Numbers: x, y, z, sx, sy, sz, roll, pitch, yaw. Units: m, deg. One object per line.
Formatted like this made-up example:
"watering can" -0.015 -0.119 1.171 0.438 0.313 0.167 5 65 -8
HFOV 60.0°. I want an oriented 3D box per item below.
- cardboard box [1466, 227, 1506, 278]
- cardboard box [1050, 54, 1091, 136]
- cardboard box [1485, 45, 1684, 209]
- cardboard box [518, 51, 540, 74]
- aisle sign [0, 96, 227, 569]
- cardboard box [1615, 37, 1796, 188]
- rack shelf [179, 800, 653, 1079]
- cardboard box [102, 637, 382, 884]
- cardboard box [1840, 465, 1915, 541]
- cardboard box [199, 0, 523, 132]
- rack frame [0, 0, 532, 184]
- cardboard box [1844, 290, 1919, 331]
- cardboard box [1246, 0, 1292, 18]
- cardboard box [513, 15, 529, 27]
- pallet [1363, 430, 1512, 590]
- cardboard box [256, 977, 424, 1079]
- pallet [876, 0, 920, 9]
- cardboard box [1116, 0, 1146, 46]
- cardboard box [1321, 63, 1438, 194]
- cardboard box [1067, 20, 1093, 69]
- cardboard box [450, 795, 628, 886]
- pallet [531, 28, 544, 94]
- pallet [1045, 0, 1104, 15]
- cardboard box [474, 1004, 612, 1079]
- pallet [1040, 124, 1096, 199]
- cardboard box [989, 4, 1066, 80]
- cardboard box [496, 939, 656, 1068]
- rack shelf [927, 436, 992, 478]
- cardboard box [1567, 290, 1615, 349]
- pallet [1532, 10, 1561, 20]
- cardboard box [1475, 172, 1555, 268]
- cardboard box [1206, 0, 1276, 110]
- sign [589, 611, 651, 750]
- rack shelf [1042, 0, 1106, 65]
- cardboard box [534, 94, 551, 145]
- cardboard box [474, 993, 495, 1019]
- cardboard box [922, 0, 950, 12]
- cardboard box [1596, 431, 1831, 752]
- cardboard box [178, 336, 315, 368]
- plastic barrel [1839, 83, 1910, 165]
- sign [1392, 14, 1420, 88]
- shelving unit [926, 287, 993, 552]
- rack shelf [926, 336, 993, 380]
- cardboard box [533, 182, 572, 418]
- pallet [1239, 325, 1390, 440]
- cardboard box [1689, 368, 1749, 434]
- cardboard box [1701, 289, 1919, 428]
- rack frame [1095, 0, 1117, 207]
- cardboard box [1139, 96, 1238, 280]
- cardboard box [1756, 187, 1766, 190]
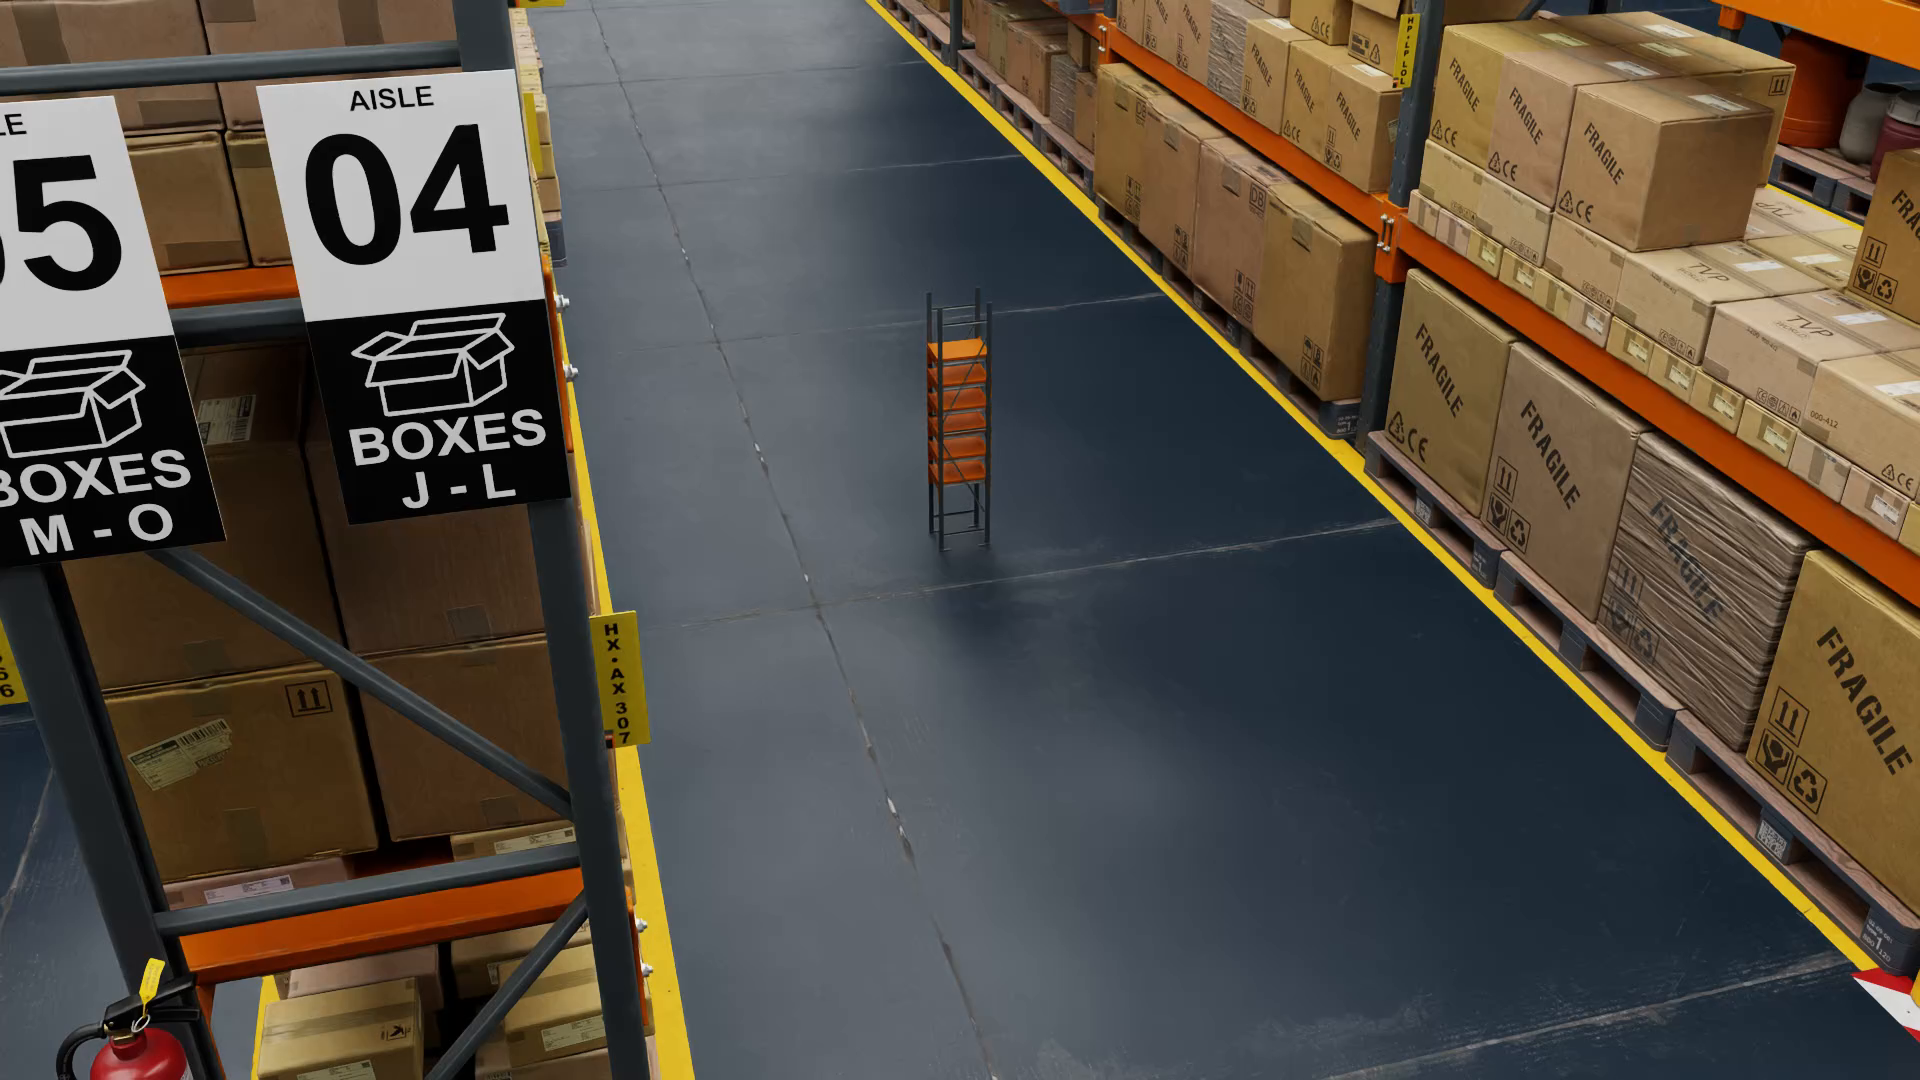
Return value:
"cardboard box" 2.426 -1.257 7.178 0.380 0.149 0.250 -7 31 -12
"cardboard box" 1.110 -3.434 12.745 0.700 0.500 0.500 -10 32 -17
"cardboard box" 2.532 -1.691 6.781 0.500 0.500 0.500 -8 31 -13
"cardboard box" -2.151 -2.157 7.720 0.380 0.149 0.250 -8 31 -14
"aisle sign" -1.489 -0.314 2.703 0.394 0.787 0.004 -8 31 -13
"cardboard box" 3.037 -1.766 6.911 0.500 0.500 0.500 -8 31 -13
"rack shelf" -1.750 0.081 5.333 1.077 0.370 4.000 -8 31 -13
"cardboard box" -1.586 0.381 3.700 0.500 0.500 0.500 -7 31 -12
"cardboard box" 3.041 -0.142 5.251 0.380 0.149 0.250 -8 31 -13
"cardboard box" -1.088 -0.965 3.079 0.500 0.250 0.500 -7 31 -12
"rack frame" -1.219 -1.860 1.981 1.000 3.000 0.127 -8 31 -13
"cardboard box" 3.449 -0.700 5.817 0.500 0.250 0.500 -9 31 -15
"cardboard box" 2.000 -3.223 9.222 0.797 0.503 0.637 -7 31 -12
"cardboard box" -2.361 -2.532 8.368 0.380 0.149 0.250 -7 31 -12
"pallet" 2.655 -0.222 7.923 1.003 0.211 1.213 -8 31 -13
"cardboard box" -1.604 1.309 4.328 0.380 0.149 0.250 -7 31 -13
"pallet" -0.455 -5.962 17.839 1.003 0.211 1.213 -8 31 -13
"cardboard box" 1.333 -3.511 10.722 0.500 0.500 0.500 -7 31 -12
"cardboard box" 2.141 -2.039 8.179 0.500 0.500 0.500 -8 31 -13
"cardboard box" 1.109 -3.746 12.535 0.500 0.250 0.500 -4 30 -8
"cardboard box" -0.989 0.645 3.893 0.380 0.149 0.250 -8 31 -14
"pallet" -3.050 -2.715 9.638 1.213 0.211 1.003 -8 31 -13
"pallet" 1.175 -3.986 11.833 1.213 0.211 1.003 -8 31 -13
"cardboard box" -1.110 1.372 4.515 0.380 0.149 0.250 -7 31 -11
"pallet" 1.261 -2.909 12.566 1.003 0.211 1.213 -8 31 -13
"cardboard box" 0.656 -4.247 14.149 0.700 0.500 0.500 -8 31 -14
"cardboard box" -1.030 1.232 4.459 0.380 0.149 0.250 -9 31 -16
"rack shelf" -0.004 -0.384 7.544 0.258 0.103 0.180 -8 31 -13
"cardboard box" 2.631 -0.885 6.535 0.380 0.149 0.250 -7 31 -13
"pallet" 5.426 -4.748 15.742 1.003 0.211 1.213 -8 31 -13
"cardboard box" 2.528 -1.368 6.972 0.500 0.250 0.500 -8 31 -14
"cardboard box" 1.743 -2.773 9.447 0.500 0.500 0.500 -8 31 -13
"sign" -0.696 0.289 3.392 0.100 0.325 0.005 -8 31 -13
"rack shelf" 0.936 -4.393 13.064 1.077 0.370 4.000 -8 31 -13
"cardboard box" -1.942 -1.778 7.065 0.380 0.149 0.250 -6 31 -11
"cardboard box" -1.198 1.377 4.803 0.380 0.149 0.250 -8 31 -13
"cardboard box" -0.063 -5.534 16.393 0.500 0.500 0.500 -11 32 -18
"cardboard box" 3.101 0.125 6.241 0.875 0.875 0.875 -8 31 -13
"cardboard box" -1.715 -0.301 3.882 0.500 0.500 0.500 -9 31 -15
"plastic barrel" 6.624 -3.007 12.016 0.421 0.512 0.421 0 30 0
"sign" 2.008 -2.197 7.474 0.100 0.325 0.005 -8 31 -13
"shelving unit" -0.004 -0.526 7.462 0.258 1.200 0.189 -8 31 -13
"rack shelf" -0.004 -0.799 7.303 0.258 0.103 0.180 -8 31 -13
"cardboard box" -1.339 -0.618 4.429 0.500 0.500 0.500 -9 31 -14
"pallet" 2.251 -0.962 9.202 1.003 0.211 1.213 -8 31 -13
"cardboard box" 2.836 -0.512 5.892 0.380 0.149 0.250 -8 31 -13
"cardboard box" 2.936 -0.628 5.694 0.500 0.250 0.500 -9 31 -15
"rack frame" 1.467 -3.739 11.215 1.000 3.000 0.127 -8 31 -13
"cardboard box" 1.859 -2.233 10.316 1.225 0.875 0.875 -8 31 -13
"cardboard box" 3.038 -1.442 7.101 0.500 0.250 0.500 -7 31 -12
